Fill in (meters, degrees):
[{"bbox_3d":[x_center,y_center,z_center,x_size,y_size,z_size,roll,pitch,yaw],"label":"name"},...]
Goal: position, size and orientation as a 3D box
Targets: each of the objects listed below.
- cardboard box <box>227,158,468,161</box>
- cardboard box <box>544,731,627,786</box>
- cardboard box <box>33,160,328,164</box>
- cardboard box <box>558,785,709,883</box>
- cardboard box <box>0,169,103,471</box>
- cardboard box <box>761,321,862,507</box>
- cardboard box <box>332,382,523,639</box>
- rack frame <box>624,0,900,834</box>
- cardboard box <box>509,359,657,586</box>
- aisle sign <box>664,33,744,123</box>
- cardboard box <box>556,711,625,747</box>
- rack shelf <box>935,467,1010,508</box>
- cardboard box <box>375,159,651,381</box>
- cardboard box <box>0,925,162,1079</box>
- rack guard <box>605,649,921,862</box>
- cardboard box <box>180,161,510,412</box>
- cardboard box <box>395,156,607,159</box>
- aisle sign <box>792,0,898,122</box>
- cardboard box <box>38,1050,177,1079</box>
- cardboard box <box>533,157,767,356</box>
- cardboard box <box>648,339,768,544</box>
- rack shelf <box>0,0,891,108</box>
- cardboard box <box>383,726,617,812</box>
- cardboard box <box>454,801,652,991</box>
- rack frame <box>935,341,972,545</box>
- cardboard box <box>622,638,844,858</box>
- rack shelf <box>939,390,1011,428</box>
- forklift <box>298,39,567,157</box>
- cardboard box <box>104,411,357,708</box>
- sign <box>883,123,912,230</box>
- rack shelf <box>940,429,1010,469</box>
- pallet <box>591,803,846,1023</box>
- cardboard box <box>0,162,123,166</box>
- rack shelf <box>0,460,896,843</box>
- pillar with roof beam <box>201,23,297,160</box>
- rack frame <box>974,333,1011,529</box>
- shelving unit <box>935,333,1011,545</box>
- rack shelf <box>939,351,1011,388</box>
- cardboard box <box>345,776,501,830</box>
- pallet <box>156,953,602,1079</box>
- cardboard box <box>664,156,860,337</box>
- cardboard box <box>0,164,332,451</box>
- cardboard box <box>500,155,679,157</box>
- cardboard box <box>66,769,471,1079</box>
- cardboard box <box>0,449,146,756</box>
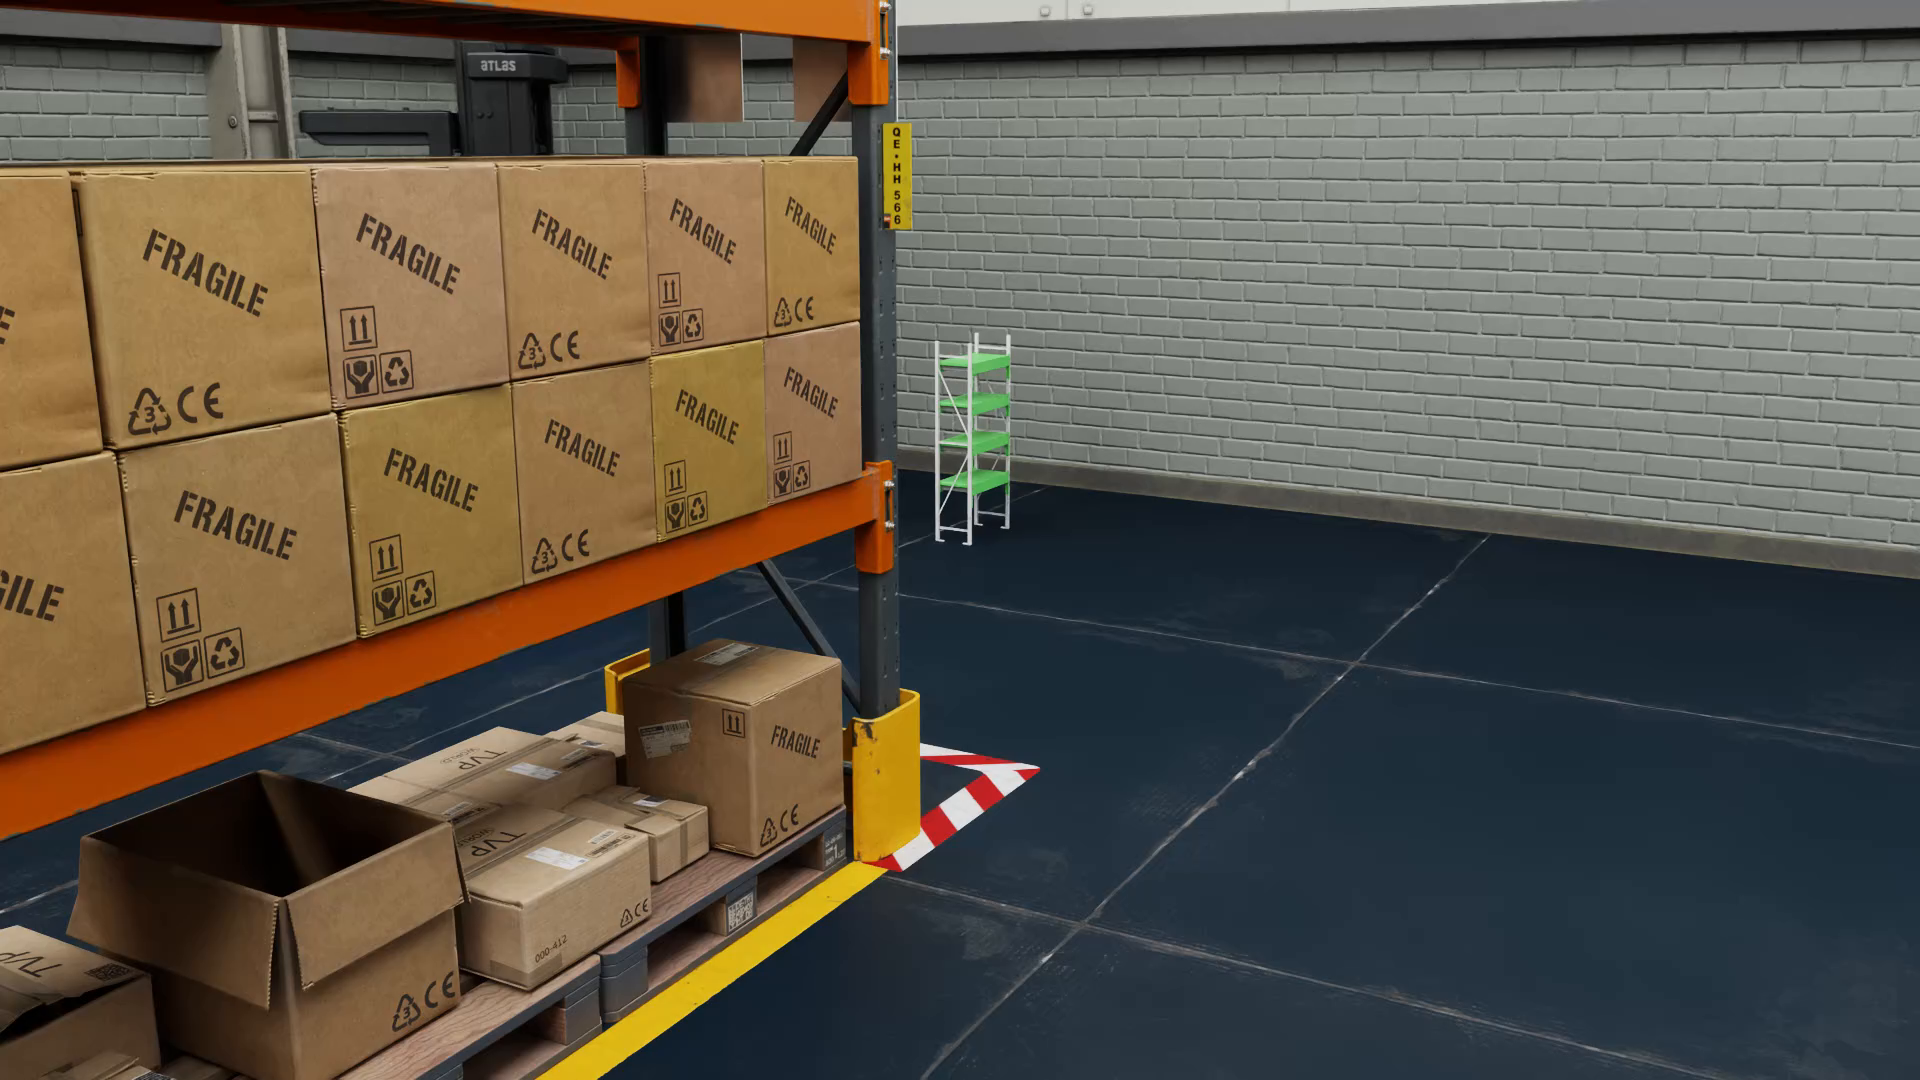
[{"bbox_3d":[-1.610,-0.755,4.418,0.500,0.500,0.500,8,16,29],"label":"cardboard box"},{"bbox_3d":[-1.296,0.770,5.546,0.380,0.166,0.250,7,15,28],"label":"cardboard box"},{"bbox_3d":[-1.855,-0.651,3.986,0.500,0.500,0.500,7,15,28],"label":"cardboard box"},{"bbox_3d":[-0.994,0.884,5.073,0.380,0.166,0.250,7,15,28],"label":"cardboard box"},{"bbox_3d":[-1.883,-0.376,2.848,0.500,0.500,0.500,7,15,26],"label":"cardboard box"},{"bbox_3d":[-0.651,-0.418,5.152,0.500,0.500,0.500,8,16,30],"label":"cardboard box"},{"bbox_3d":[-1.388,-0.106,3.858,0.500,0.500,0.500,7,15,27],"label":"cardboard box"},{"bbox_3d":[-0.672,-0.492,5.673,1.000,3.000,0.127,7,15,28],"label":"rack frame"},{"bbox_3d":[-1.144,-0.209,4.287,0.500,0.500,0.500,8,15,28],"label":"cardboard box"},{"bbox_3d":[-0.896,-1.803,5.564,0.394,0.787,0.004,7,15,28],"label":"aisle sign"},{"bbox_3d":[-1.176,0.727,5.761,0.380,0.149,0.250,7,15,28],"label":"cardboard box"},{"bbox_3d":[0.080,-0.322,10.105,0.258,0.148,0.480,7,15,28],"label":"rack shelf"},{"bbox_3d":[-1.137,-0.693,4.162,0.500,0.500,0.500,8,16,30],"label":"cardboard box"},{"bbox_3d":[-2.216,1.119,3.789,0.500,0.311,0.500,7,15,28],"label":"cardboard box"},{"bbox_3d":[-0.709,0.739,5.901,1.175,0.500,0.348,7,15,28],"label":"rack guard"},{"bbox_3d":[-1.385,-0.588,3.725,0.500,0.500,0.500,8,16,30],"label":"cardboard box"},{"bbox_3d":[-1.364,-0.857,4.842,0.500,0.500,0.500,8,15,29],"label":"cardboard box"},{"bbox_3d":[-0.371,-1.735,5.282,0.394,0.787,0.004,7,15,28],"label":"aisle sign"},{"bbox_3d":[-1.804,1.252,3.546,0.380,0.166,0.250,7,15,28],"label":"cardboard box"},{"bbox_3d":[-0.890,-0.800,4.606,0.500,0.500,0.500,8,16,30],"label":"cardboard box"},{"bbox_3d":[-0.898,-0.311,4.709,0.500,0.500,0.500,8,15,29],"label":"cardboard box"},{"bbox_3d":[-1.639,-1.190,3.704,1.077,0.370,4.000,7,15,28],"label":"rack shelf"},{"bbox_3d":[-1.425,0.813,5.189,0.500,0.250,0.500,7,15,28],"label":"cardboard box"},{"bbox_3d":[-1.205,0.962,4.571,0.500,0.250,0.500,7,15,28],"label":"cardboard box"},{"bbox_3d":[-0.038,-0.567,9.826,0.240,1.200,0.015,7,15,28],"label":"rack frame"},{"bbox_3d":[-0.720,0.649,5.336,0.500,0.500,0.500,7,15,28],"label":"cardboard box"},{"bbox_3d":[0.080,-0.788,9.993,0.258,0.148,0.480,7,15,28],"label":"rack shelf"},{"bbox_3d":[-3.033,-1.360,9.420,3.031,2.935,1.130,-1,14,-5],"label":"forklift"},{"bbox_3d":[-1.632,-0.001,3.425,0.500,0.500,0.500,7,15,28],"label":"cardboard box"},{"bbox_3d":[-0.196,-1.141,5.222,0.100,0.325,0.005,7,15,28],"label":"sign"},{"bbox_3d":[0.080,-0.555,10.049,0.258,0.148,0.480,7,15,28],"label":"rack shelf"},{"bbox_3d":[-1.094,1.043,5.256,1.003,0.211,1.213,7,15,28],"label":"pallet"},{"bbox_3d":[-2.099,-0.548,3.558,0.500,0.500,0.500,8,15,28],"label":"cardboard box"},{"bbox_3d":[-1.639,0.268,4.055,1.077,0.370,4.000,7,15,28],"label":"rack shelf"},{"bbox_3d":[-0.694,-4.133,7.976,9.100,9.000,0.400,7,15,28],"label":"pillar with roof beam"},{"bbox_3d":[0.198,-0.667,10.241,0.240,1.200,0.015,7,15,28],"label":"rack frame"},{"bbox_3d":[0.080,-0.617,10.034,0.258,1.200,0.503,7,15,28],"label":"shelving unit"},{"bbox_3d":[0.080,-1.022,9.936,0.258,0.148,0.480,7,15,28],"label":"rack shelf"},{"bbox_3d":[-1.667,0.916,4.763,0.500,0.250,0.500,7,15,28],"label":"cardboard box"},{"bbox_3d":[-1.684,1.293,4.222,1.003,0.211,1.213,7,15,28],"label":"pallet"},{"bbox_3d":[-0.647,-0.904,5.036,0.500,0.500,0.500,7,15,28],"label":"cardboard box"},{"bbox_3d":[-1.634,-0.482,3.285,0.500,0.500,0.500,7,15,26],"label":"cardboard box"},{"bbox_3d":[-1.118,-0.965,5.290,0.500,0.500,0.500,8,16,30],"label":"cardboard box"},{"bbox_3d":[-1.702,0.943,4.111,0.797,0.503,0.637,7,15,28],"label":"cardboard box"},{"bbox_3d":[-1.876,0.101,3.000,0.500,0.500,0.500,8,16,29],"label":"cardboard box"}]
